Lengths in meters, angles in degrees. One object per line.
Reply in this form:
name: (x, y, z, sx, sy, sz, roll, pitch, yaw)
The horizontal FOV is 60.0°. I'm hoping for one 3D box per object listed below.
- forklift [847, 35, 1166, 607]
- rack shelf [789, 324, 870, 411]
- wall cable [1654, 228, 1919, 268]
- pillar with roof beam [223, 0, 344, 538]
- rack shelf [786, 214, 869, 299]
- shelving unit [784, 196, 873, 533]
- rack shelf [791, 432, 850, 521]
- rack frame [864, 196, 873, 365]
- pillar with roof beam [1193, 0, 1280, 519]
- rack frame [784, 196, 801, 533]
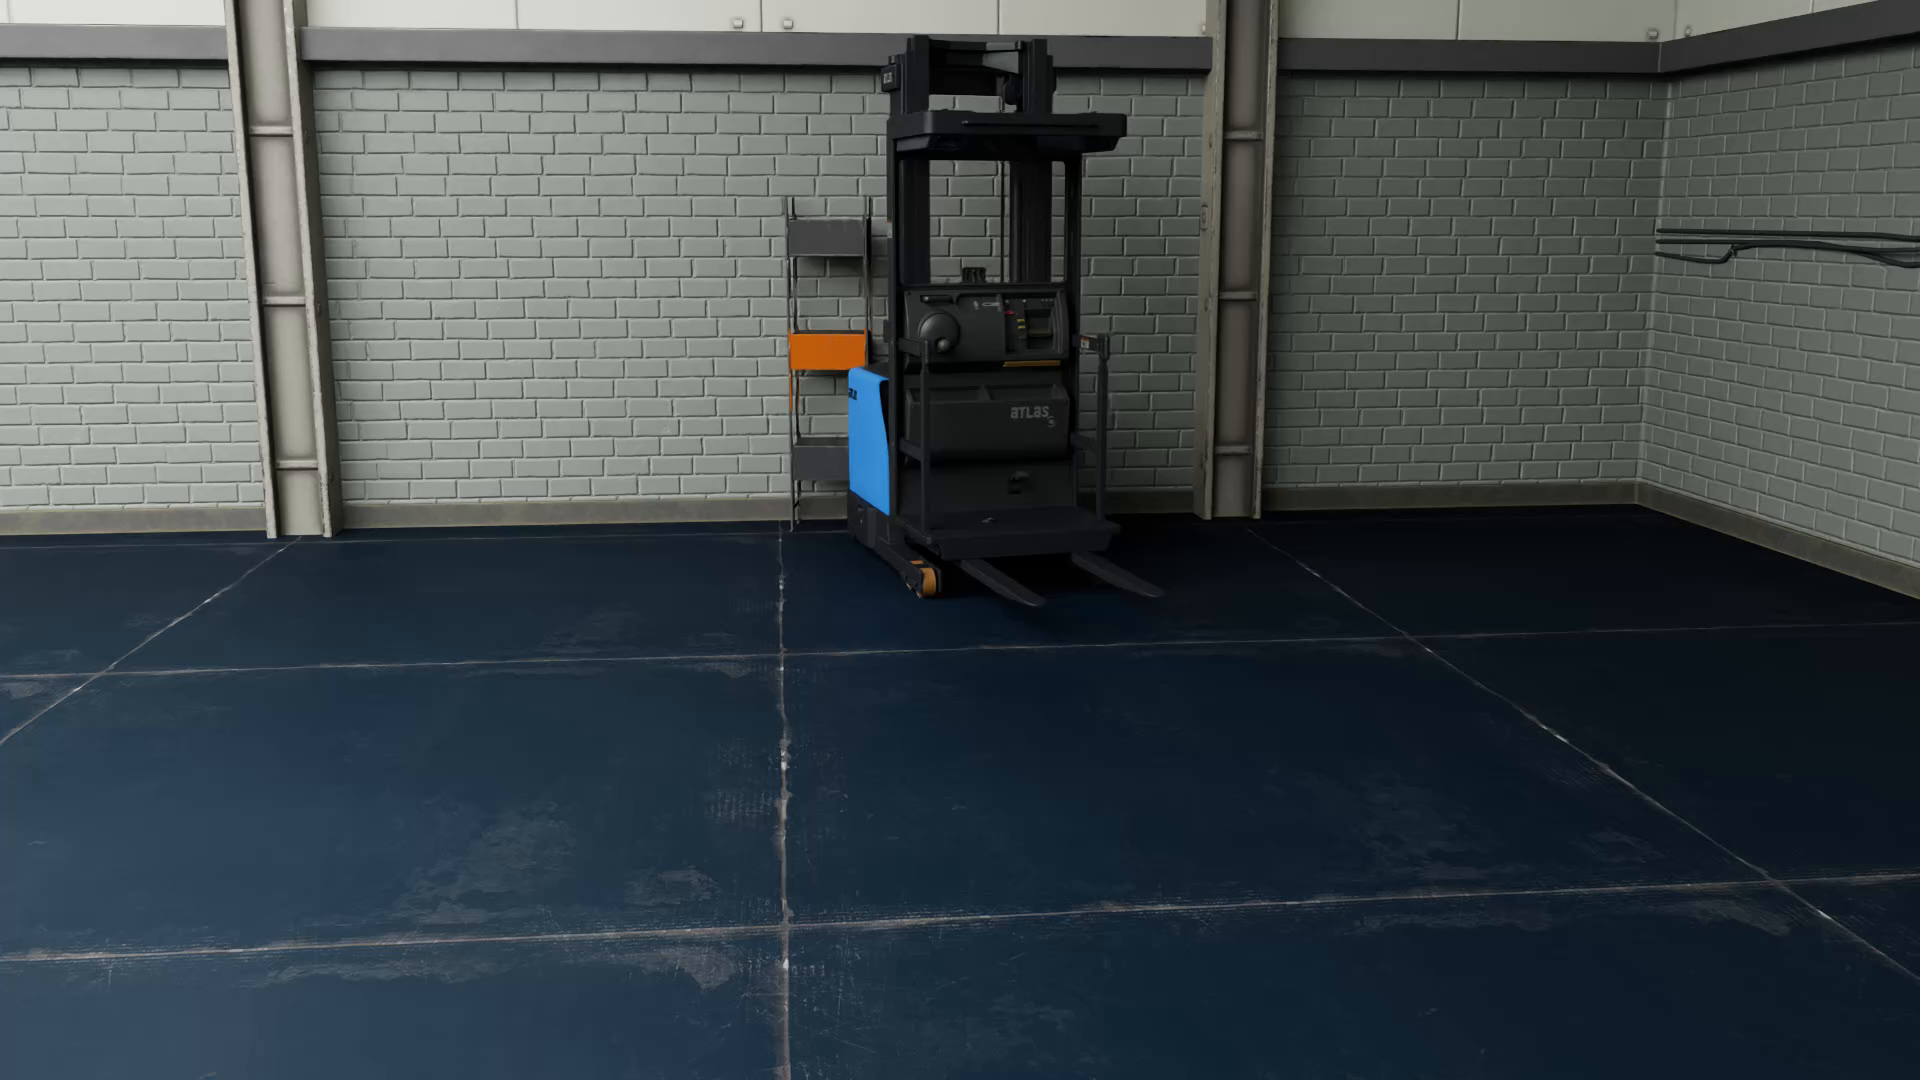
forklift: (0.214, -1.215, 8.952, 1.130, 2.935, 3.031, -3, 12, -17)
rack shelf: (-0.822, -1.101, 10.596, 0.480, 0.518, 0.431, 0, 11, 1)
wall cable: (4.872, -2.870, 9.688, 0.112, 2.526, 3.097, -1, 11, -6)
pillar with roof beam: (-3.700, -3.635, 5.531, 0.400, 9.000, 9.100, -1, 11, -6)
rack shelf: (-0.822, -1.788, 10.461, 0.480, 0.518, 0.431, 0, 11, 1)
shelving unit: (-0.822, -1.115, 10.594, 0.503, 2.100, 0.431, 0, 11, 1)
rack shelf: (-0.822, -0.414, 10.732, 0.480, 0.518, 0.431, 0, 11, 1)
rack frame: (-0.578, -1.113, 10.588, 0.015, 2.100, 0.400, 0, 11, 1)
pillar with roof beam: (2.265, -3.760, 6.167, 0.400, 9.000, 9.100, -1, 11, -6)
rack frame: (-1.066, -1.116, 10.600, 0.015, 2.100, 0.400, 0, 11, 1)
